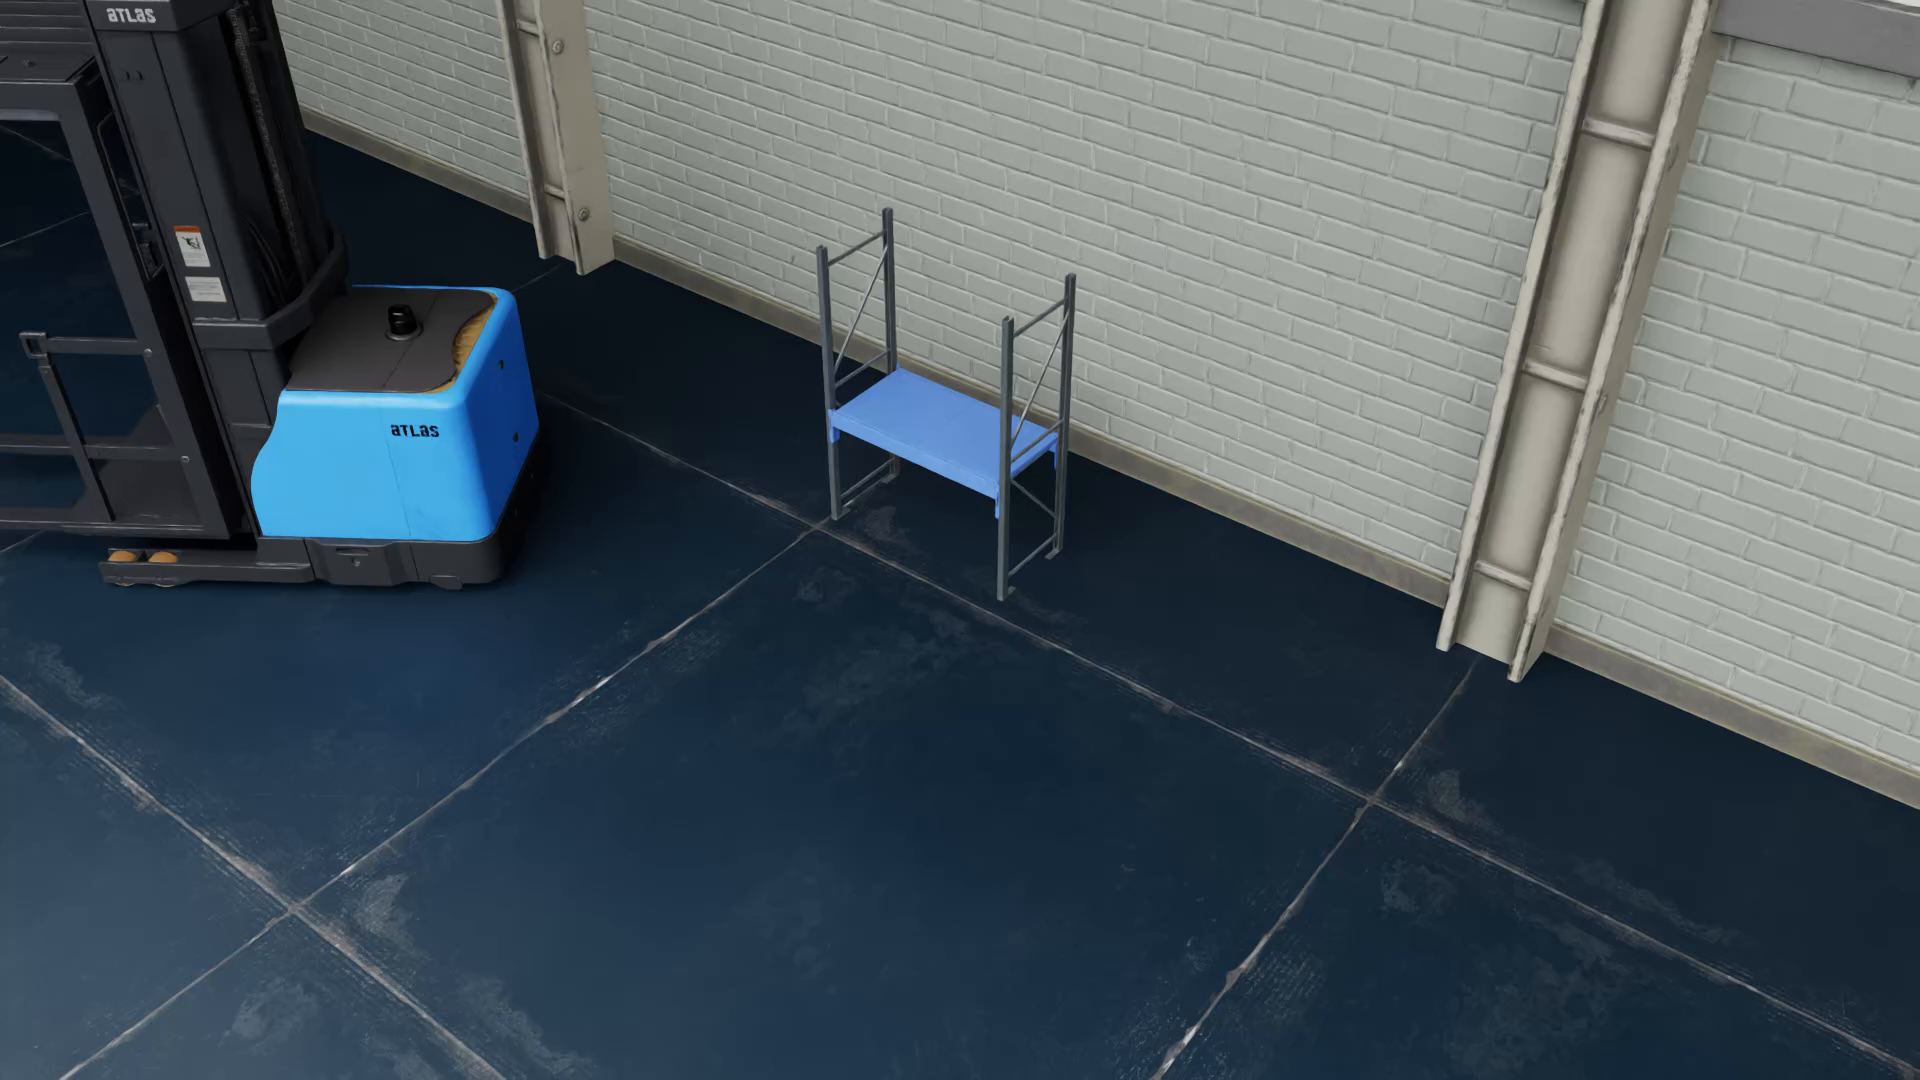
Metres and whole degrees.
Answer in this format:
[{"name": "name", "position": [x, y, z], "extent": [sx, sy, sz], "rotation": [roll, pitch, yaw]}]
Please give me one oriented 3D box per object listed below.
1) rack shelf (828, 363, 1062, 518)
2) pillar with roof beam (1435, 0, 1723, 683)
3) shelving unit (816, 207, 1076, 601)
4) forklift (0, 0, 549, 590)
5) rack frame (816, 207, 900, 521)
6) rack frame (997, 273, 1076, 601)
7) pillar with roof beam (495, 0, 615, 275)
[{"name": "rack shelf", "position": [-0.068, -0.481, 7.800], "extent": [1.000, 0.185, 0.538], "rotation": [25, 45, 29]}, {"name": "pillar with roof beam", "position": [-0.224, -0.954, 2.030], "extent": [0.400, 9.000, 9.100], "rotation": [25, 45, 29]}, {"name": "shelving unit", "position": [-0.068, -0.622, 7.689], "extent": [1.048, 1.500, 0.538], "rotation": [25, 45, 29]}, {"name": "forklift", "position": [-3.627, -1.257, 7.339], "extent": [3.031, 2.935, 1.130], "rotation": [2, 38, 2]}, {"name": "rack frame", "position": [-0.472, -0.813, 7.932], "extent": [0.032, 1.500, 0.500], "rotation": [25, 45, 29]}, {"name": "rack frame", "position": [0.336, -0.432, 7.446], "extent": [0.032, 1.500, 0.500], "rotation": [25, 45, 29]}, {"name": "pillar with roof beam", "position": [-4.990, -3.202, 4.900], "extent": [0.400, 9.000, 9.100], "rotation": [25, 45, 29]}]
